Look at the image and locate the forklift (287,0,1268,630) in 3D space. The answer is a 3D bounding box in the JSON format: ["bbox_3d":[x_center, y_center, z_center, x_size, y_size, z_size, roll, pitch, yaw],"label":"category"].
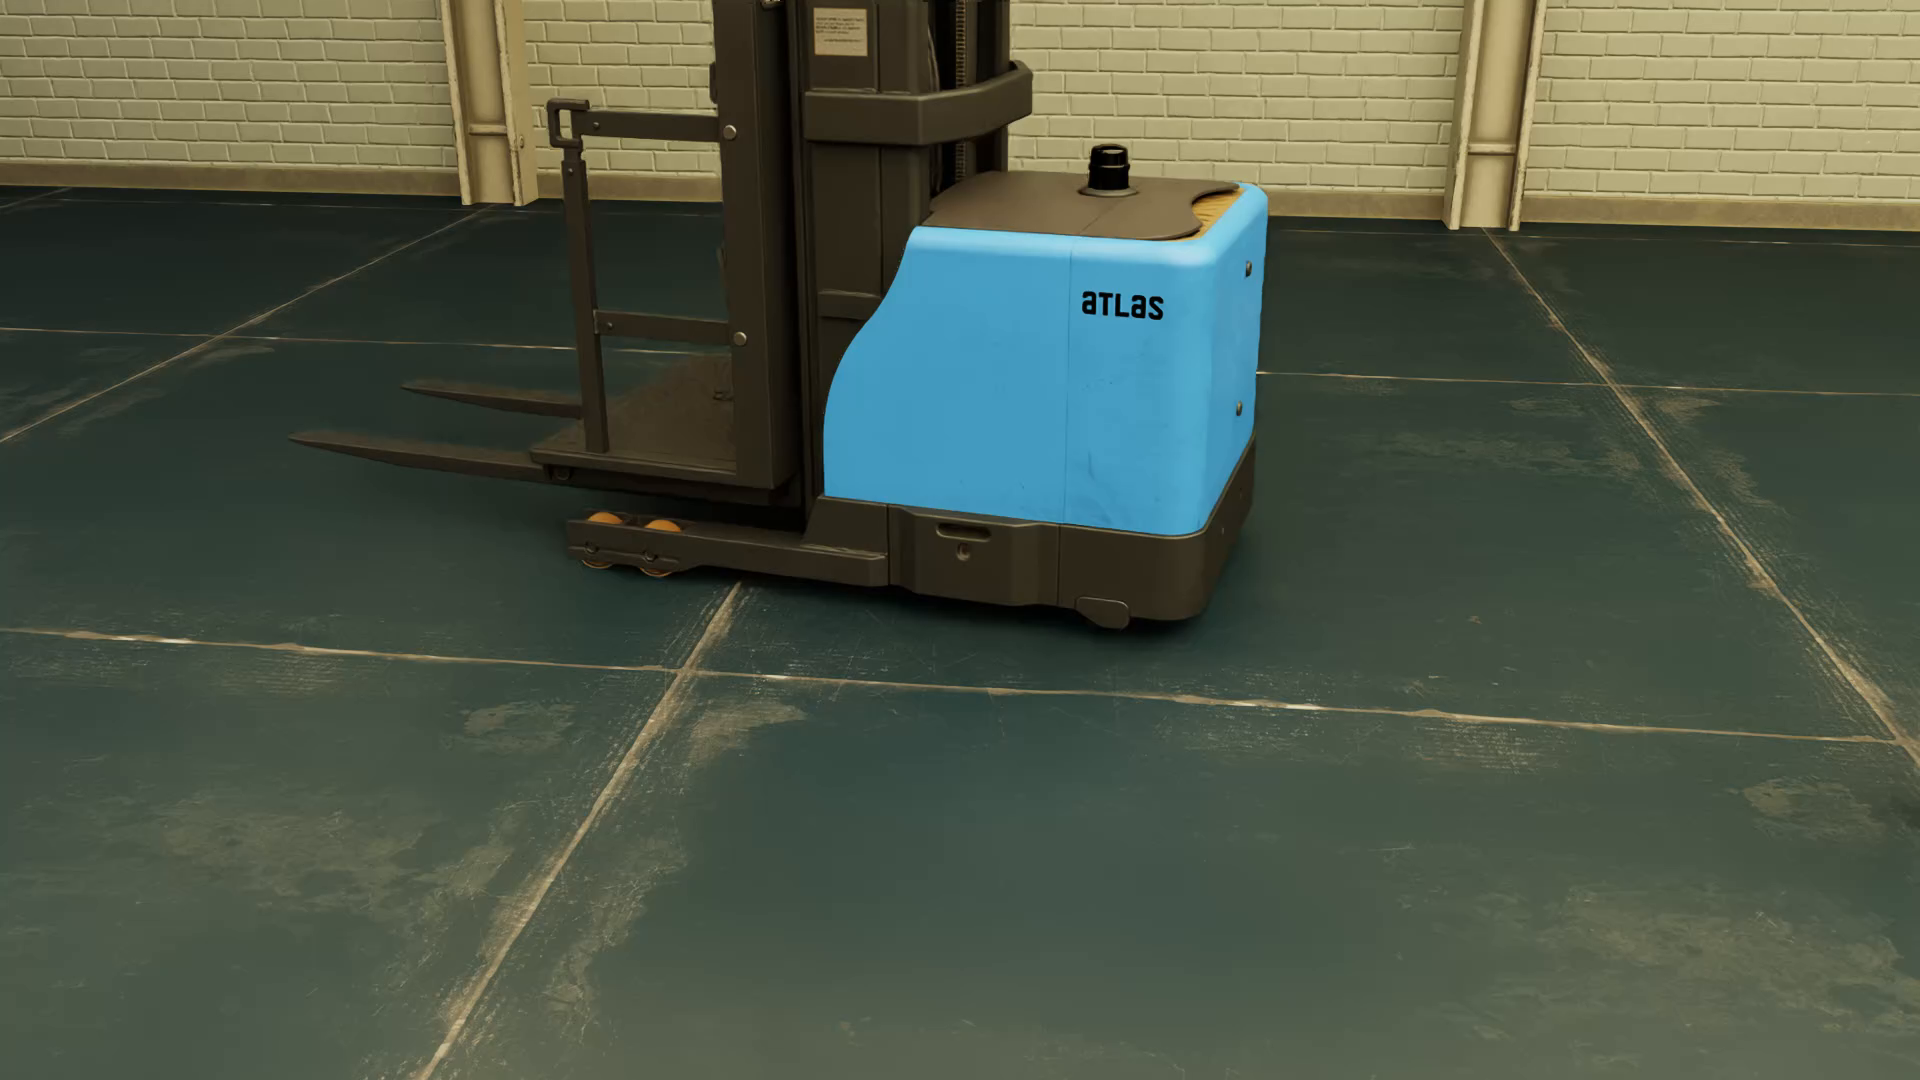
[{"bbox_3d":[-0.650,-1.428,4.800,3.031,2.935,1.130,7,23,17],"label":"forklift"}]
